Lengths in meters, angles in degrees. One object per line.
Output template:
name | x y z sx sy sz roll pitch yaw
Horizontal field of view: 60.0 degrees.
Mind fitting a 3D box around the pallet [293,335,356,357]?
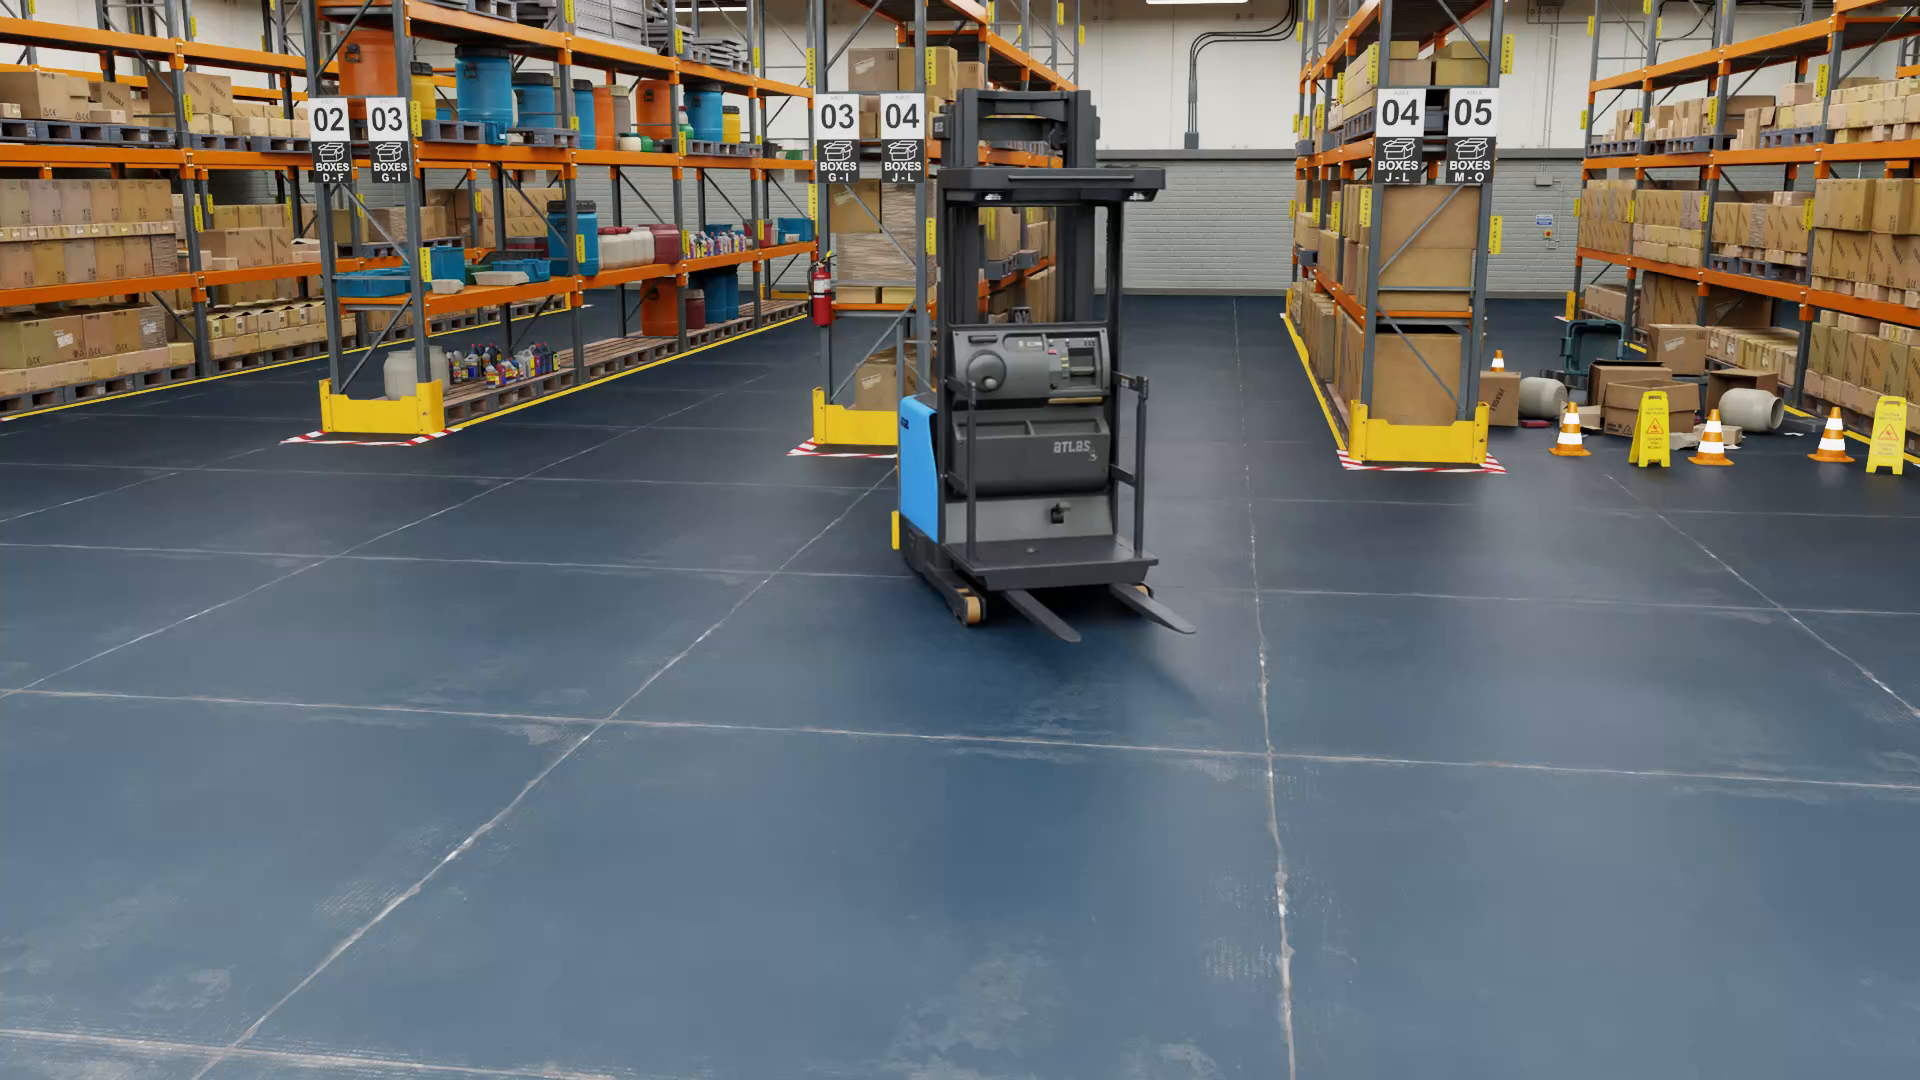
pallet | -9.528 -2.833 24.140 1.003 0.211 1.213 2 12 9

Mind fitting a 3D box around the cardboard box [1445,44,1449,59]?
cardboard box | 4.486 -4.297 14.660 0.380 0.149 0.250 2 12 9

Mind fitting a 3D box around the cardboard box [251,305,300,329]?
cardboard box | -9.433 -3.067 22.805 0.500 0.311 0.500 2 12 10

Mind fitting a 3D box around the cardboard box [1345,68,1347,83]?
cardboard box | 4.304 -4.953 17.706 0.380 0.149 0.250 2 12 9

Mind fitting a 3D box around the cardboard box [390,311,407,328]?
cardboard box | -8.935 -3.554 25.755 0.500 0.500 0.500 1 12 7

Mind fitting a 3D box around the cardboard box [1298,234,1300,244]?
cardboard box | 5.253 -4.496 24.836 0.380 0.149 0.250 1 12 6

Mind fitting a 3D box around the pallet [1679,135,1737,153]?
pallet | 10.264 -5.234 21.986 1.213 0.211 1.003 2 12 11

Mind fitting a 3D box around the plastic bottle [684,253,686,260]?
plastic bottle | -4.083 -4.224 24.269 0.152 0.276 0.135 2 12 9

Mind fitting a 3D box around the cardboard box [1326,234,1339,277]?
cardboard box | 4.667 -3.407 19.945 0.500 0.500 0.500 2 12 9

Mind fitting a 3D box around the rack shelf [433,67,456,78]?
rack shelf | -8.440 -8.195 29.875 1.077 0.370 4.000 2 12 9

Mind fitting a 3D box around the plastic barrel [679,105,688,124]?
plastic barrel | -4.345 -6.317 25.247 0.433 0.535 0.433 0 12 0

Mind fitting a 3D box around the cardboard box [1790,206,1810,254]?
cardboard box | 9.447 -3.394 18.183 0.500 0.500 0.500 2 12 8

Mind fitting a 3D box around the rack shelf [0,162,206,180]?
rack shelf | -13.950 -6.057 27.068 1.077 0.370 4.000 2 12 9

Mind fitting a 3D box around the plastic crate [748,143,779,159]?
plastic crate | -3.391 -6.690 28.607 0.497 0.269 0.590 2 12 9

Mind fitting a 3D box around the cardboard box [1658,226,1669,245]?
cardboard box | 10.254 -4.326 23.616 0.500 0.250 0.500 2 12 7

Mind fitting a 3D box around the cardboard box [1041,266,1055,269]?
cardboard box | 0.962 -3.910 26.564 1.225 0.875 0.875 2 12 9

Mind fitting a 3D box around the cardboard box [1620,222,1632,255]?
cardboard box | 10.652 -4.710 25.992 0.500 0.500 0.500 2 12 9

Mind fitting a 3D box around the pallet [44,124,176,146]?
pallet | -10.083 -4.779 19.637 1.003 0.211 1.213 2 12 9

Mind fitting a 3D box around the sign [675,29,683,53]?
sign | -3.924 -6.964 23.213 0.100 0.325 0.005 2 12 9

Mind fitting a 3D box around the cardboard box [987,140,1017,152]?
cardboard box | 0.452 -5.123 21.380 0.500 0.250 0.500 2 12 10

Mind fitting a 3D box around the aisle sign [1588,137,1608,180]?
aisle sign | 11.172 -6.684 29.219 0.394 0.787 0.004 2 12 9

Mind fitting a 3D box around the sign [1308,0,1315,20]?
sign | 5.393 -8.145 25.523 0.100 0.325 0.005 2 12 9

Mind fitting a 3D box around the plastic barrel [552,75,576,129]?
plastic barrel | -5.119 -5.333 20.810 0.600 0.901 0.600 0 12 0

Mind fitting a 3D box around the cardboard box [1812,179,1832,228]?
cardboard box | 9.320 -3.490 17.249 0.700 0.500 0.500 2 12 8

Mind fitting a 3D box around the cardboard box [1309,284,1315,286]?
cardboard box | 5.318 -3.575 24.117 0.500 0.250 0.500 2 12 10

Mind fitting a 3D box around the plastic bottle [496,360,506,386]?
plastic bottle | -5.059 -1.841 18.320 0.061 0.283 0.133 2 12 10

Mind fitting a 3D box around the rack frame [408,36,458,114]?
rack frame | -8.747 -8.132 27.867 1.000 3.000 0.127 2 12 9

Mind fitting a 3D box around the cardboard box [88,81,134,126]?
cardboard box | -10.316 -5.227 19.939 0.500 0.500 0.500 3 13 13

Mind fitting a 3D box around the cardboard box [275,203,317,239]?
cardboard box | -13.096 -6.232 32.578 0.980 0.700 0.700 2 12 11

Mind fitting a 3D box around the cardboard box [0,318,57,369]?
cardboard box | -10.215 -2.138 18.042 0.500 0.500 0.500 2 12 9

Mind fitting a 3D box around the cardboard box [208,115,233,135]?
cardboard box | -9.792 -5.375 21.552 0.500 0.250 0.500 1 12 3

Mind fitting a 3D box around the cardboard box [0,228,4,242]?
cardboard box | -10.282 -3.197 17.431 0.380 0.149 0.250 2 12 7

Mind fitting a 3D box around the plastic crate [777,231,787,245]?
plastic crate | -3.301 -5.382 29.603 0.416 0.233 0.300 2 12 9

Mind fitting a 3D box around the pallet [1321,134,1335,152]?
pallet | 5.264 -5.101 21.373 1.213 0.211 1.003 2 12 11

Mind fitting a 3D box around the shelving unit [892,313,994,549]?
shelving unit | -0.086 -0.778 11.545 0.587 1.500 1.083 2 12 9

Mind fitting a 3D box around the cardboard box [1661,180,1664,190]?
cardboard box | 11.159 -5.577 26.101 0.380 0.149 0.250 2 12 8

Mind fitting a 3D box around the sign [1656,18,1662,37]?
sign | 11.982 -8.797 28.546 0.100 0.325 0.005 2 12 9

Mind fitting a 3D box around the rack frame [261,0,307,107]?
rack frame | -13.027 -9.124 32.472 1.000 3.000 0.127 2 12 9

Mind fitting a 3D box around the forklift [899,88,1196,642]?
forklift | 0.471 -1.046 9.388 1.130 2.935 3.031 -3 13 -14

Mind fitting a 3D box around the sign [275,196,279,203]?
sign | -13.575 -6.673 33.093 0.100 0.325 0.005 2 12 9

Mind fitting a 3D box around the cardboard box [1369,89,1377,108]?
cardboard box | 3.797 -3.876 14.599 0.380 0.149 0.250 2 12 9

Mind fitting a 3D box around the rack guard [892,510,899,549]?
rack guard | -0.164 -0.064 11.196 0.587 0.250 0.087 2 12 9

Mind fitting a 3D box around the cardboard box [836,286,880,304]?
cardboard box | -0.965 -2.323 15.748 0.380 0.149 0.250 2 12 9

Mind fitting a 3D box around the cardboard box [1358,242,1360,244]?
cardboard box | 4.407 -2.689 16.496 0.875 0.550 0.500 2 12 9

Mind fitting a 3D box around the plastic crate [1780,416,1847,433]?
plastic crate | 8.551 -1.164 16.703 0.402 0.080 0.583 -2 12 -11

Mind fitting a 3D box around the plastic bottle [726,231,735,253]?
plastic bottle | -3.700 -4.773 26.640 0.144 0.351 0.185 2 12 9

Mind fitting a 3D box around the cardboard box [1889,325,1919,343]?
cardboard box | 8.885 -1.909 15.443 0.380 0.149 0.250 2 12 10

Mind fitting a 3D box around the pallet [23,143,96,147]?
pallet | -14.211 -6.036 25.710 1.213 0.211 1.003 2 12 11

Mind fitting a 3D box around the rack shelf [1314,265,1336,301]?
rack shelf | 5.003 -3.095 20.443 1.077 0.370 4.000 2 12 9

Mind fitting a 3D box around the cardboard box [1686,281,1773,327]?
cardboard box | 10.406 -3.032 22.487 0.875 0.875 0.875 2 12 8

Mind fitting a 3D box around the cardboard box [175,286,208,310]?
cardboard box | -13.614 -4.374 28.775 0.750 0.750 0.750 2 12 9

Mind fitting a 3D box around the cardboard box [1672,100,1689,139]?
cardboard box | 10.202 -5.821 23.028 0.500 0.500 0.500 2 12 9

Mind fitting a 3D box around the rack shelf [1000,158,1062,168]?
rack shelf | 1.348 -6.409 28.698 1.077 0.370 4.000 2 12 9

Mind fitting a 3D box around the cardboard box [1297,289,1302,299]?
cardboard box | 5.822 -4.098 27.748 0.380 0.149 0.250 1 12 6

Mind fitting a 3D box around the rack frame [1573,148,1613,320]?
rack frame | 11.448 -5.389 29.380 1.000 3.000 0.127 2 12 9
